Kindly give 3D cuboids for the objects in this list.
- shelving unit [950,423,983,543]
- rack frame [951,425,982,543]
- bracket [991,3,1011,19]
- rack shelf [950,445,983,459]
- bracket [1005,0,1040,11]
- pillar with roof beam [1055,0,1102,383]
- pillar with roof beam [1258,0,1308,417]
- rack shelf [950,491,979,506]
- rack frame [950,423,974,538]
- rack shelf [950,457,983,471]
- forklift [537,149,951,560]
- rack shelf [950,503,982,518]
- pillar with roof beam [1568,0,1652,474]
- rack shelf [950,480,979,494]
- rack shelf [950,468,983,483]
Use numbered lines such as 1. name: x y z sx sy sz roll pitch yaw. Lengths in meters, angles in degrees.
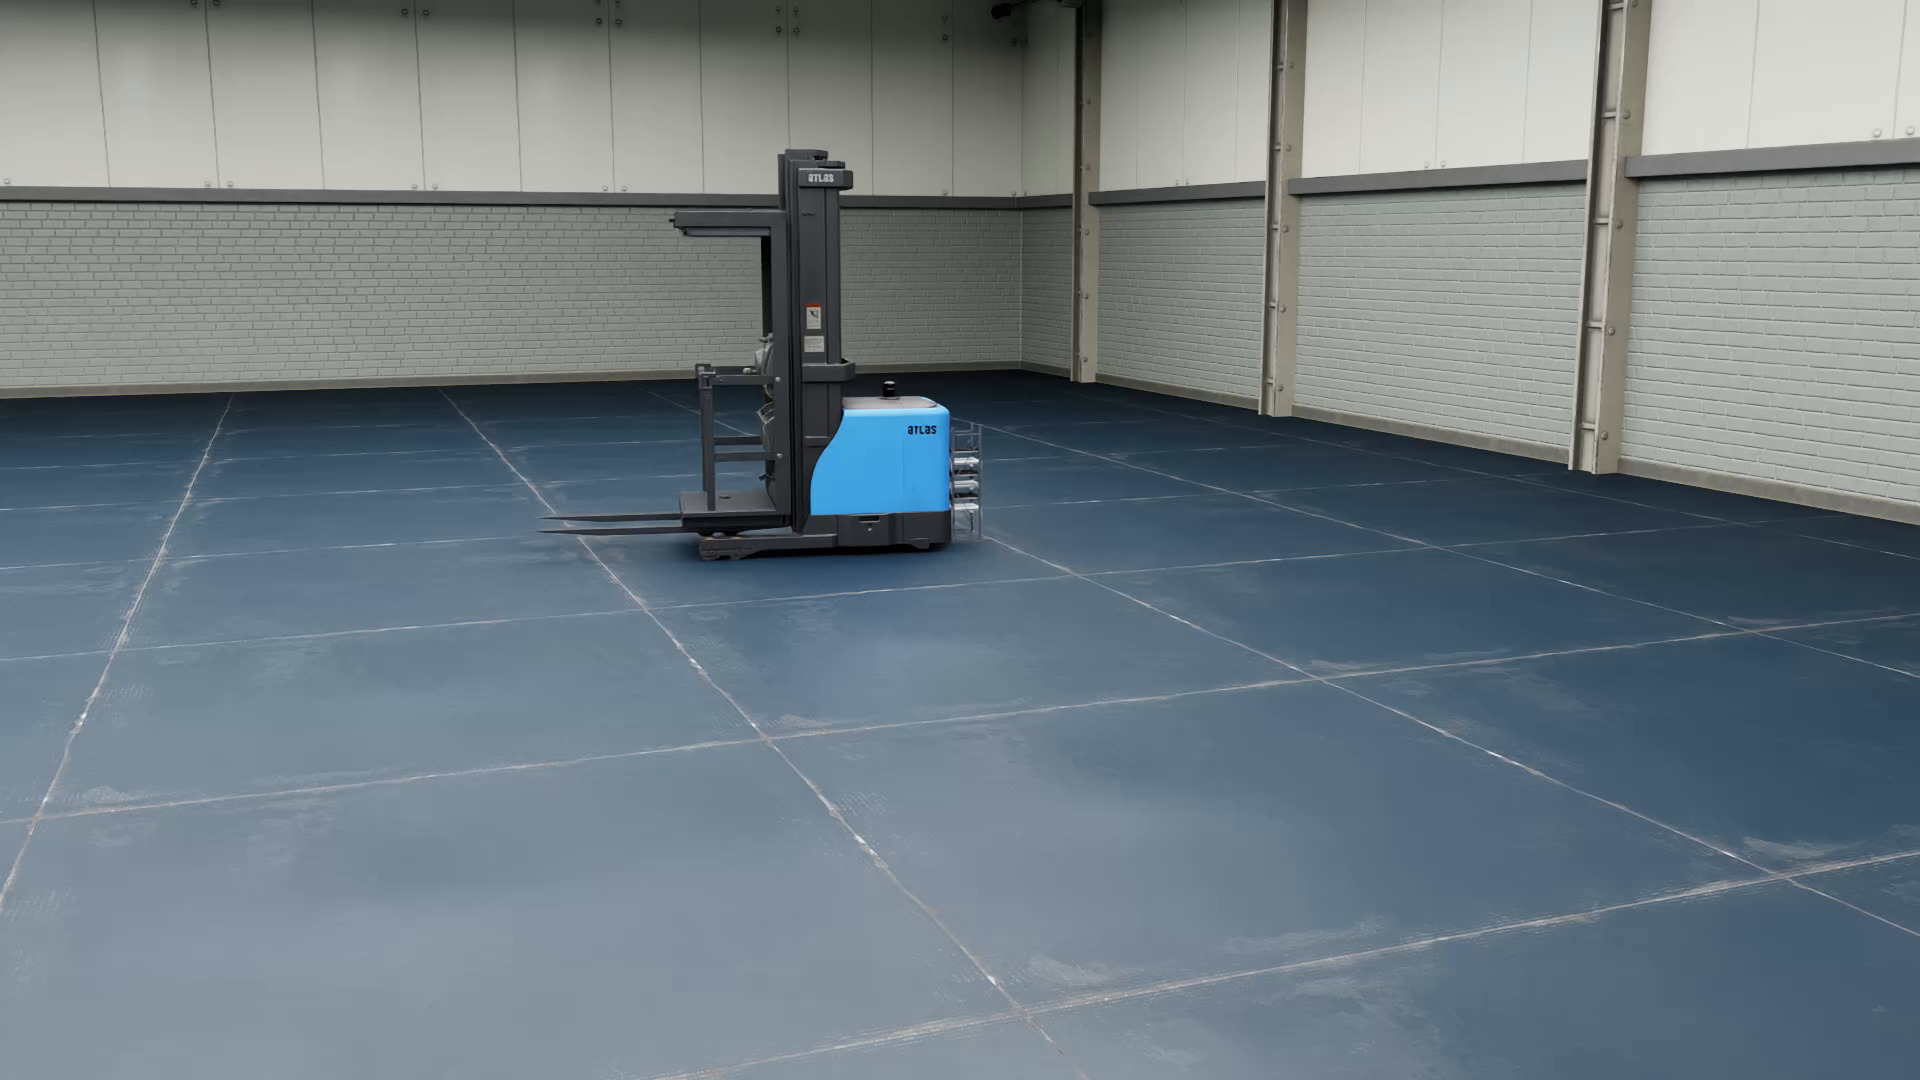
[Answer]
1. shelving unit: 0.020 -0.442 12.835 0.258 0.900 0.210 -3 11 -17
2. rack frame: 0.050 -0.425 12.739 0.240 0.900 0.006 -3 11 -17
3. bracket: 0.734 -9.294 29.194 0.235 0.232 0.430 -4 11 -21
4. rack shelf: 0.020 -0.675 12.793 0.258 0.077 0.200 -3 11 -17
5. bracket: 0.948 -9.197 28.652 0.076 0.066 3.189 -4 11 -21
6. pillar with roof beam: -1.938 -6.816 25.544 9.100 9.000 0.548 -4 11 -21
7. pillar with roof beam: 0.236 -5.837 20.038 9.100 9.000 0.400 -4 11 -21
8. rack shelf: 0.020 -0.321 12.856 0.258 0.077 0.200 -3 11 -17
9. rack frame: -0.010 -0.459 12.930 0.240 0.900 0.006 -3 11 -17
10. rack shelf: 0.020 -0.586 12.809 0.258 0.077 0.200 -3 11 -17
11. forklift: -1.632 -1.394 12.390 3.031 2.935 1.130 -2 10 -10
12. rack shelf: 0.020 -0.232 12.872 0.258 0.077 0.200 -3 11 -17
13. pillar with roof beam: 2.410 -4.857 14.533 9.100 9.000 0.400 -4 11 -21
14. rack shelf: 0.020 -0.409 12.841 0.258 0.077 0.200 -3 11 -17
15. rack shelf: 0.020 -0.498 12.825 0.258 0.077 0.200 -3 11 -17
